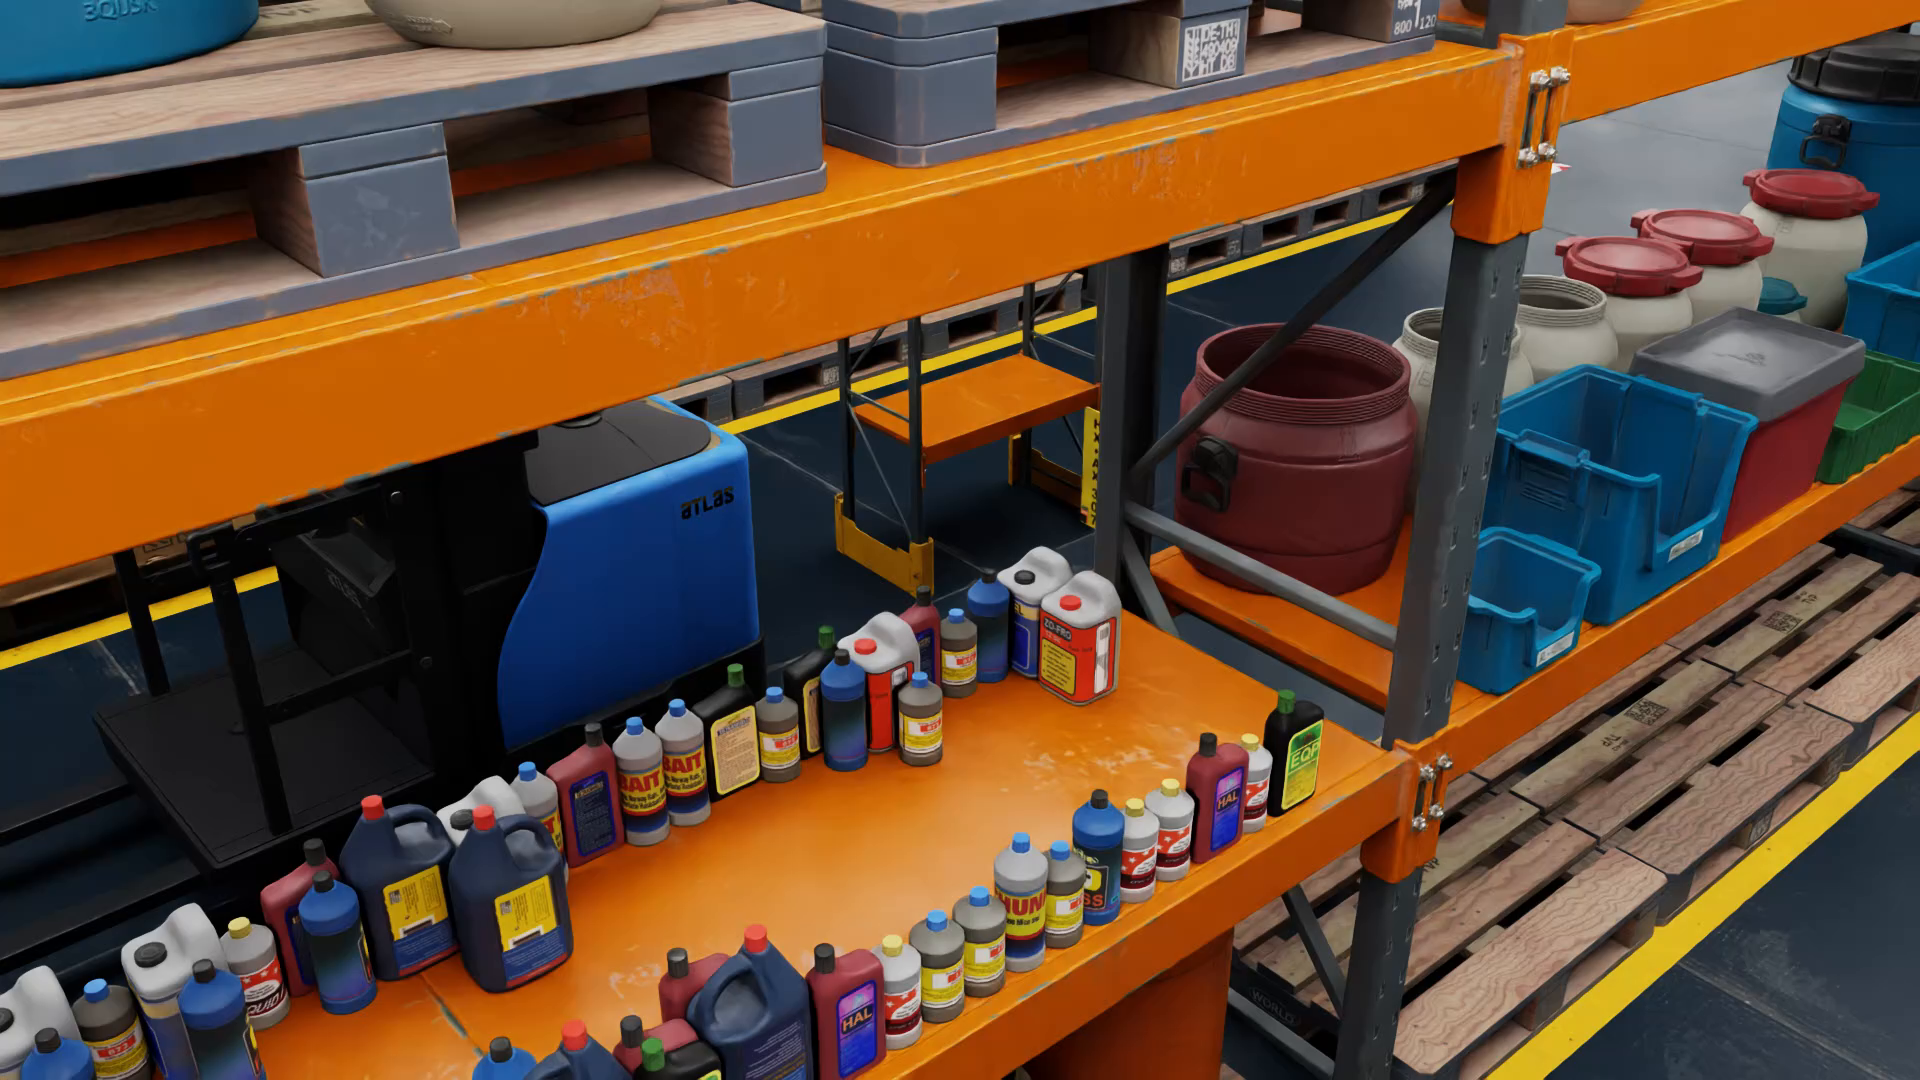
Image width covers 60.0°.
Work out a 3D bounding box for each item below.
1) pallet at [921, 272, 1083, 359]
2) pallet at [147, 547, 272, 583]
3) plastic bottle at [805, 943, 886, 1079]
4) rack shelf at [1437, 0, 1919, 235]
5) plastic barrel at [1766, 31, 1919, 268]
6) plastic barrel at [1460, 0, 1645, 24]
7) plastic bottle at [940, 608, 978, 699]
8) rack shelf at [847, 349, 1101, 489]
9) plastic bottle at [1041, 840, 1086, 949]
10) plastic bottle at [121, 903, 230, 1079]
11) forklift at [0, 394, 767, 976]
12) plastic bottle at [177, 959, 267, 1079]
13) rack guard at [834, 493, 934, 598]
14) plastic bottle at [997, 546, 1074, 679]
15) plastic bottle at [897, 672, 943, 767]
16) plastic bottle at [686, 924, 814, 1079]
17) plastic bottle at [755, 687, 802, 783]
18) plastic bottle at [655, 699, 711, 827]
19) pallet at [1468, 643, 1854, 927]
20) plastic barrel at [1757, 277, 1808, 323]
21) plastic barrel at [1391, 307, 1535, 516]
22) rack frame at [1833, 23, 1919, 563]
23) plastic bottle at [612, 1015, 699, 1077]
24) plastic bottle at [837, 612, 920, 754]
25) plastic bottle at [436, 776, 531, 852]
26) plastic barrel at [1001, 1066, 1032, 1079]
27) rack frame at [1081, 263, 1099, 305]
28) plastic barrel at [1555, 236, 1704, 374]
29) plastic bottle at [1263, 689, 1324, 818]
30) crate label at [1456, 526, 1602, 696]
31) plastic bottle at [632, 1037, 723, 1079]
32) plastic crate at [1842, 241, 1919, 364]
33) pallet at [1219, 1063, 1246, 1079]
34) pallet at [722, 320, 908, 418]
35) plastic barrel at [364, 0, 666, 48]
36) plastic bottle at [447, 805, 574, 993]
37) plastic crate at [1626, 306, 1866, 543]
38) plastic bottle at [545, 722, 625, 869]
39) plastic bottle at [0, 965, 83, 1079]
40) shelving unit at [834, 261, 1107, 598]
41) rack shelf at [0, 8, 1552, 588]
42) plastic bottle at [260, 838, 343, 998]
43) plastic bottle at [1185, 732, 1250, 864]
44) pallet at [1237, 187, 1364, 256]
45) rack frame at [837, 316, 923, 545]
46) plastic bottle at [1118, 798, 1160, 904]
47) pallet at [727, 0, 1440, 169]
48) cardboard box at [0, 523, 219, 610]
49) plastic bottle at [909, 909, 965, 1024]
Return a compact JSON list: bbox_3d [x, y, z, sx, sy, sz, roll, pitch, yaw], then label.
[{"bbox_3d":[-0.053,-1.439,9.718,1.213,0.211,1.003,-22,35,-35],"label":"pallet"},{"bbox_3d":[-3.153,-0.240,7.475,1.213,0.211,1.003,-22,35,-35],"label":"pallet"},{"bbox_3d":[-0.190,0.770,2.750,0.133,0.283,0.061,-22,35,-35],"label":"plastic bottle"},{"bbox_3d":[2.232,-1.525,4.502,4.000,0.370,1.077,-22,35,-35],"label":"rack shelf"},{"bbox_3d":[3.263,-1.343,6.049,0.708,0.901,0.600,-22,35,-35],"label":"plastic barrel"},{"bbox_3d":[1.146,-1.265,3.134,0.421,0.512,0.421,0,28,0],"label":"plastic barrel"},{"bbox_3d":[-0.009,0.252,3.807,0.097,0.201,0.097,0,28,0],"label":"plastic bottle"},{"bbox_3d":[0.065,-0.529,7.030,1.000,0.185,0.538,-22,35,-35],"label":"rack shelf"},{"bbox_3d":[0.182,0.645,3.071,0.097,0.201,0.097,0,28,0],"label":"plastic bottle"},{"bbox_3d":[-1.302,0.756,2.784,0.135,0.276,0.152,-22,35,-35],"label":"plastic bottle"},{"bbox_3d":[-2.132,-0.378,4.847,3.031,2.935,1.130,-23,36,-36],"label":"forklift"},{"bbox_3d":[-1.207,0.797,2.712,0.097,0.271,0.097,0,28,0],"label":"plastic bottle"},{"bbox_3d":[-0.321,0.019,6.950,0.087,0.250,0.587,-22,35,-35],"label":"rack guard"},{"bbox_3d":[0.171,0.163,3.893,0.135,0.276,0.152,-22,35,-35],"label":"plastic bottle"},{"bbox_3d":[-0.085,0.377,3.573,0.097,0.201,0.097,0,28,0],"label":"plastic bottle"},{"bbox_3d":[-0.338,0.774,2.671,0.185,0.351,0.144,-22,35,-35],"label":"plastic bottle"},{"bbox_3d":[-0.388,0.404,3.522,0.097,0.201,0.097,0,28,0],"label":"plastic bottle"},{"bbox_3d":[-0.564,0.444,3.373,0.097,0.271,0.097,0,28,0],"label":"plastic bottle"},{"bbox_3d":[2.253,0.728,5.664,1.213,0.211,1.003,-22,35,-35],"label":"pallet"},{"bbox_3d":[2.647,-0.721,5.562,0.301,0.262,0.301,0,28,0],"label":"plastic barrel"},{"bbox_3d":[1.354,-0.348,4.601,0.421,0.512,0.421,0,28,0],"label":"plastic barrel"},{"bbox_3d":[3.753,-1.131,6.185,0.127,3.000,1.000,-22,35,-35],"label":"rack frame"},{"bbox_3d":[-0.471,0.846,2.609,0.133,0.283,0.061,-22,35,-35],"label":"plastic bottle"},{"bbox_3d":[-0.180,0.305,3.628,0.135,0.276,0.152,-22,35,-35],"label":"plastic bottle"},{"bbox_3d":[-0.884,0.588,3.099,0.135,0.276,0.152,-22,35,-35],"label":"plastic bottle"},{"bbox_3d":[-0.022,1.365,3.708,0.421,0.512,0.421,0,28,0],"label":"plastic barrel"},{"bbox_3d":[0.539,-2.907,9.508,0.127,3.000,1.000,-22,35,-35],"label":"rack frame"},{"bbox_3d":[1.996,-0.620,5.084,0.433,0.535,0.433,0,28,0],"label":"plastic barrel"},{"bbox_3d":[0.680,0.420,3.405,0.133,0.283,0.061,-22,35,-35],"label":"plastic bottle"},{"bbox_3d":[1.274,0.172,3.924,0.416,0.233,0.303,-22,35,-35],"label":"crate label"},{"bbox_3d":[-0.432,0.867,2.568,0.133,0.283,0.061,-22,35,-35],"label":"plastic bottle"},{"bbox_3d":[3.116,-0.675,5.348,0.575,0.384,0.392,-22,35,-35],"label":"plastic crate"},{"bbox_3d":[0.138,1.578,4.073,1.213,0.211,1.003,-22,35,-35],"label":"pallet"},{"bbox_3d":[-0.981,-1.064,9.016,1.213,0.211,1.003,-22,35,-35],"label":"pallet"},{"bbox_3d":[-0.540,-0.879,1.941,0.433,0.535,0.433,0,28,0],"label":"plastic barrel"},{"bbox_3d":[-0.807,0.616,2.968,0.185,0.351,0.144,-22,35,-35],"label":"plastic bottle"},{"bbox_3d":[2.138,-0.321,4.599,0.583,0.464,0.402,-22,35,-35],"label":"plastic crate"},{"bbox_3d":[-0.737,0.497,3.261,0.133,0.283,0.061,-22,35,-35],"label":"plastic bottle"},{"bbox_3d":[-1.479,0.827,2.652,0.135,0.276,0.152,-22,35,-35],"label":"plastic bottle"},{"bbox_3d":[0.058,-0.685,6.940,1.083,1.500,0.587,-22,35,-35],"label":"shelving unit"},{"bbox_3d":[-0.811,-0.302,2.213,4.000,0.370,1.077,-22,35,-35],"label":"rack shelf"},{"bbox_3d":[-1.156,0.666,2.946,0.133,0.283,0.061,-22,35,-35],"label":"plastic bottle"},{"bbox_3d":[0.504,0.491,3.272,0.133,0.283,0.061,-22,35,-35],"label":"plastic bottle"},{"bbox_3d":[1.955,-2.271,11.275,1.213,0.211,1.003,-22,35,-35],"label":"pallet"},{"bbox_3d":[-0.322,-0.532,6.654,0.032,1.500,0.500,-22,35,-35],"label":"rack frame"},{"bbox_3d":[0.330,0.586,3.182,0.097,0.201,0.097,0,28,0],"label":"plastic bottle"},{"bbox_3d":[0.065,-0.948,2.860,1.213,0.211,1.003,-22,35,-35],"label":"pallet"},{"bbox_3d":[-3.726,-0.458,6.734,0.875,0.875,1.225,-22,35,-35],"label":"cardboard box"},{"bbox_3d":[-0.040,0.735,2.904,0.097,0.201,0.097,0,28,0],"label":"plastic bottle"}]
